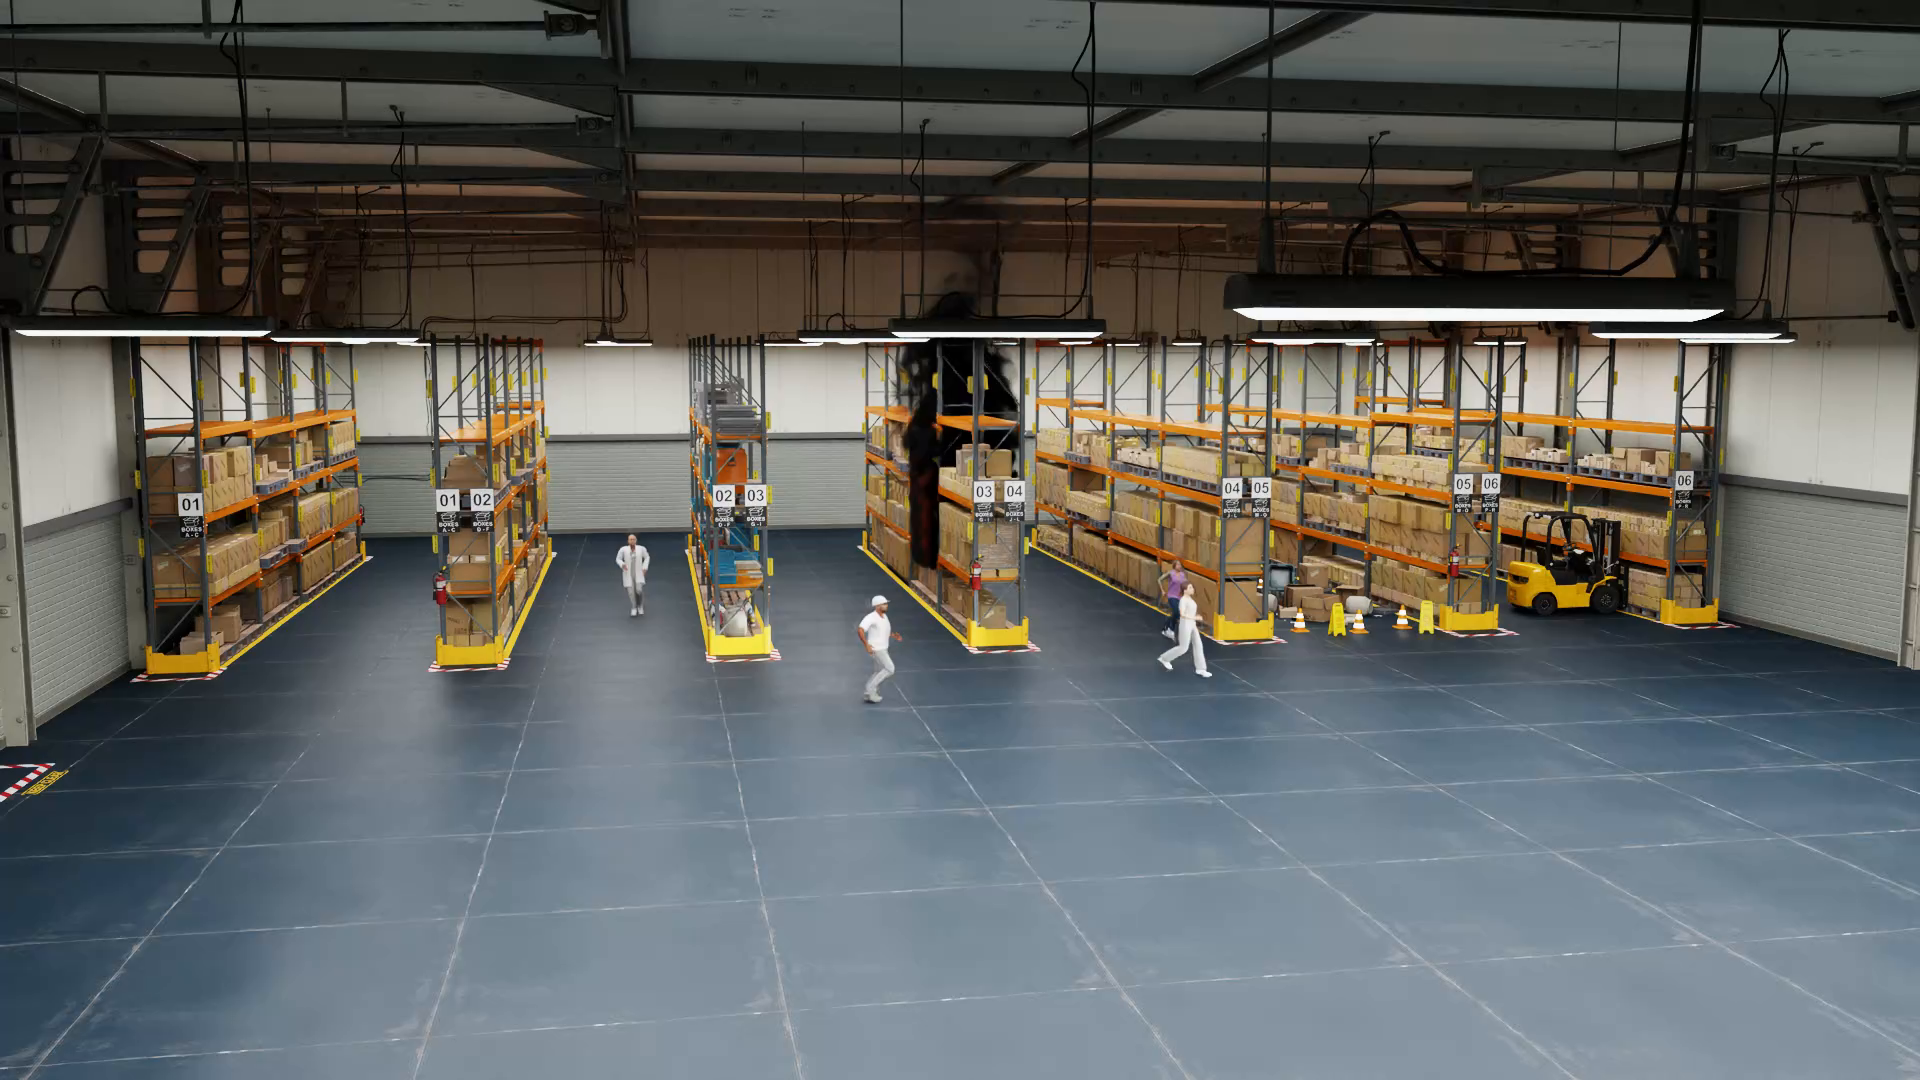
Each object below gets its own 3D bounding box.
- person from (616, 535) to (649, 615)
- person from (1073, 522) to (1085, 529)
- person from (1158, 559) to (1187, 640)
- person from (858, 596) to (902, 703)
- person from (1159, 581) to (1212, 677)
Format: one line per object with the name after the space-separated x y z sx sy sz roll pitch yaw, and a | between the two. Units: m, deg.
-7.028 0.761 35.733 0.706 1.753 0.679 -1 7 -10 | person
3.364 -0.782 49.802 0.785 1.604 0.676 6 9 41 | person
4.257 1.167 32.940 0.517 1.576 0.635 -4 7 -29 | person
-1.275 1.767 27.005 0.633 1.736 0.700 2 7 13 | person
3.973 1.555 29.198 0.963 1.673 0.581 3 7 26 | person
